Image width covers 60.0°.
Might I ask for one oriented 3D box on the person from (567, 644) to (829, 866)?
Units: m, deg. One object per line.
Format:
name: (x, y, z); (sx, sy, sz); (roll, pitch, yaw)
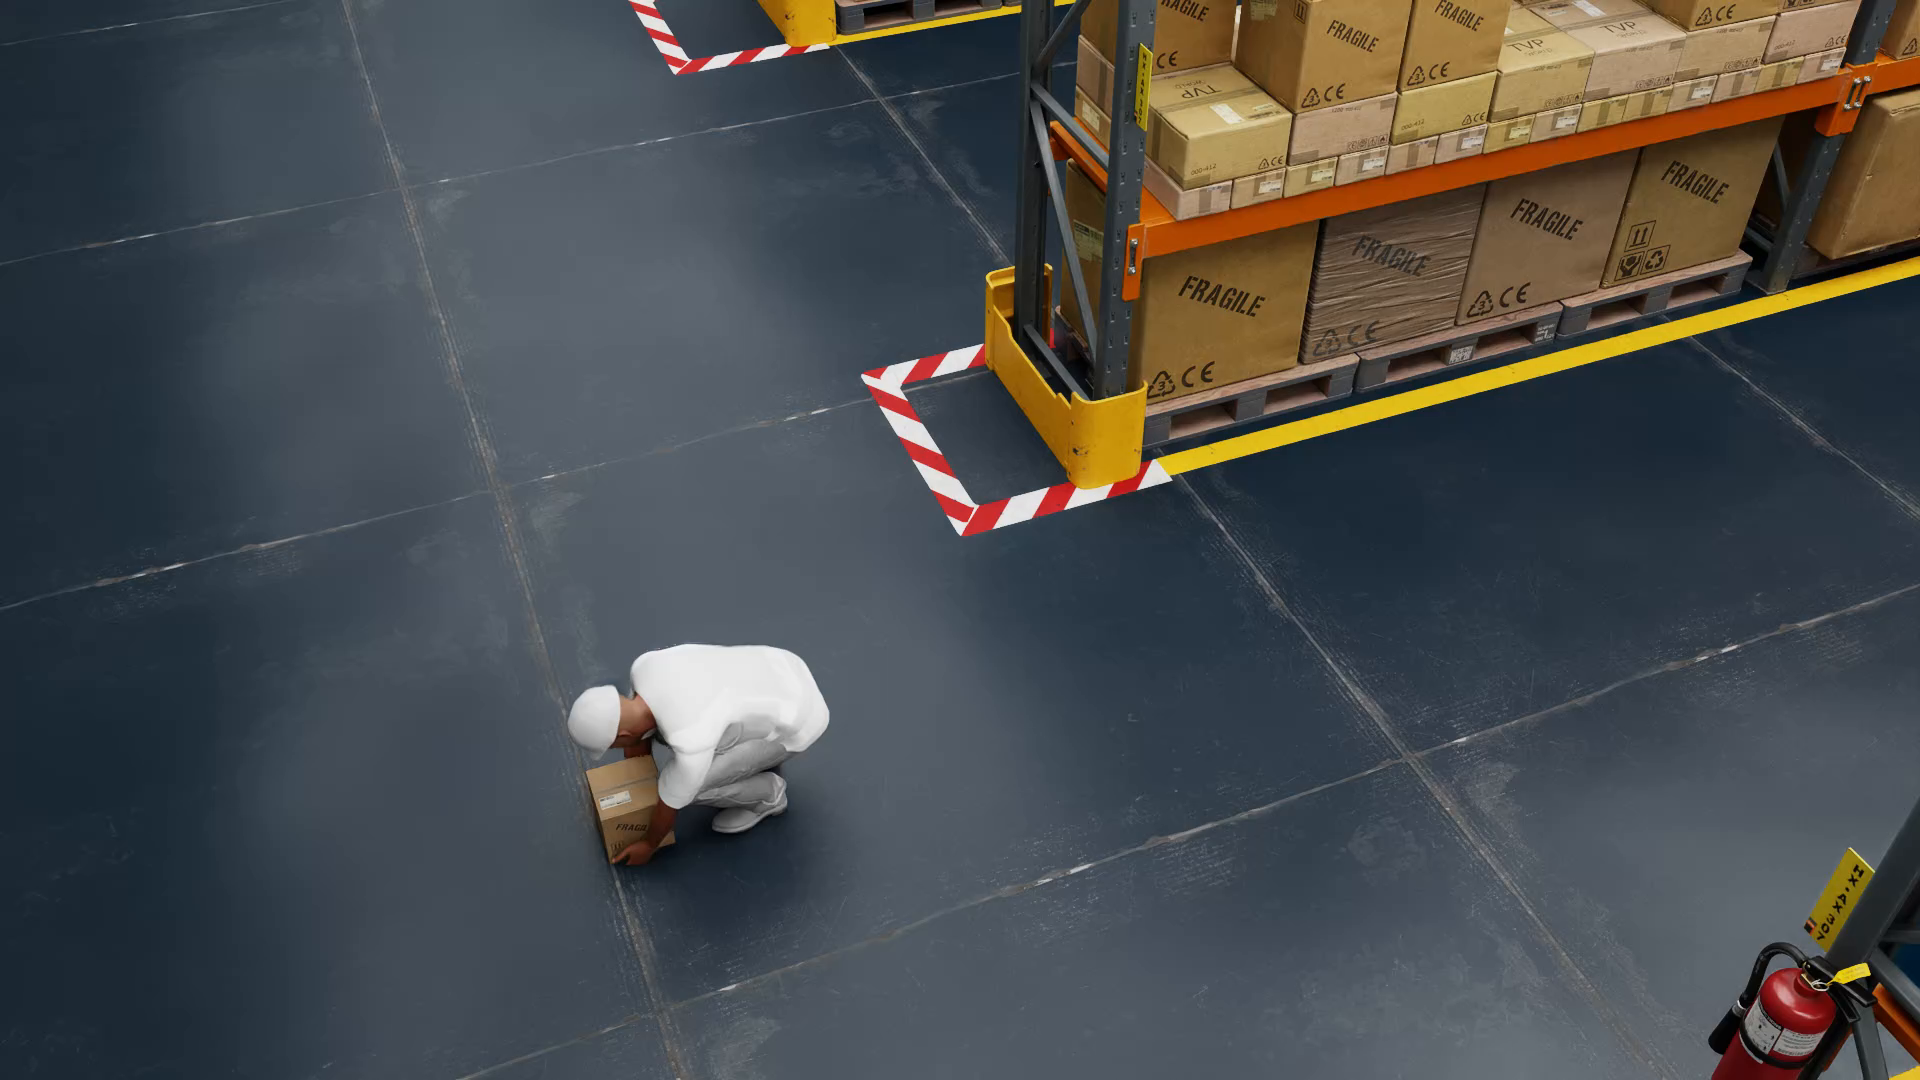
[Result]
person: (-0.932, 0.750, 6.079); (0.923, 0.888, 0.550); (-16, 44, -17)
